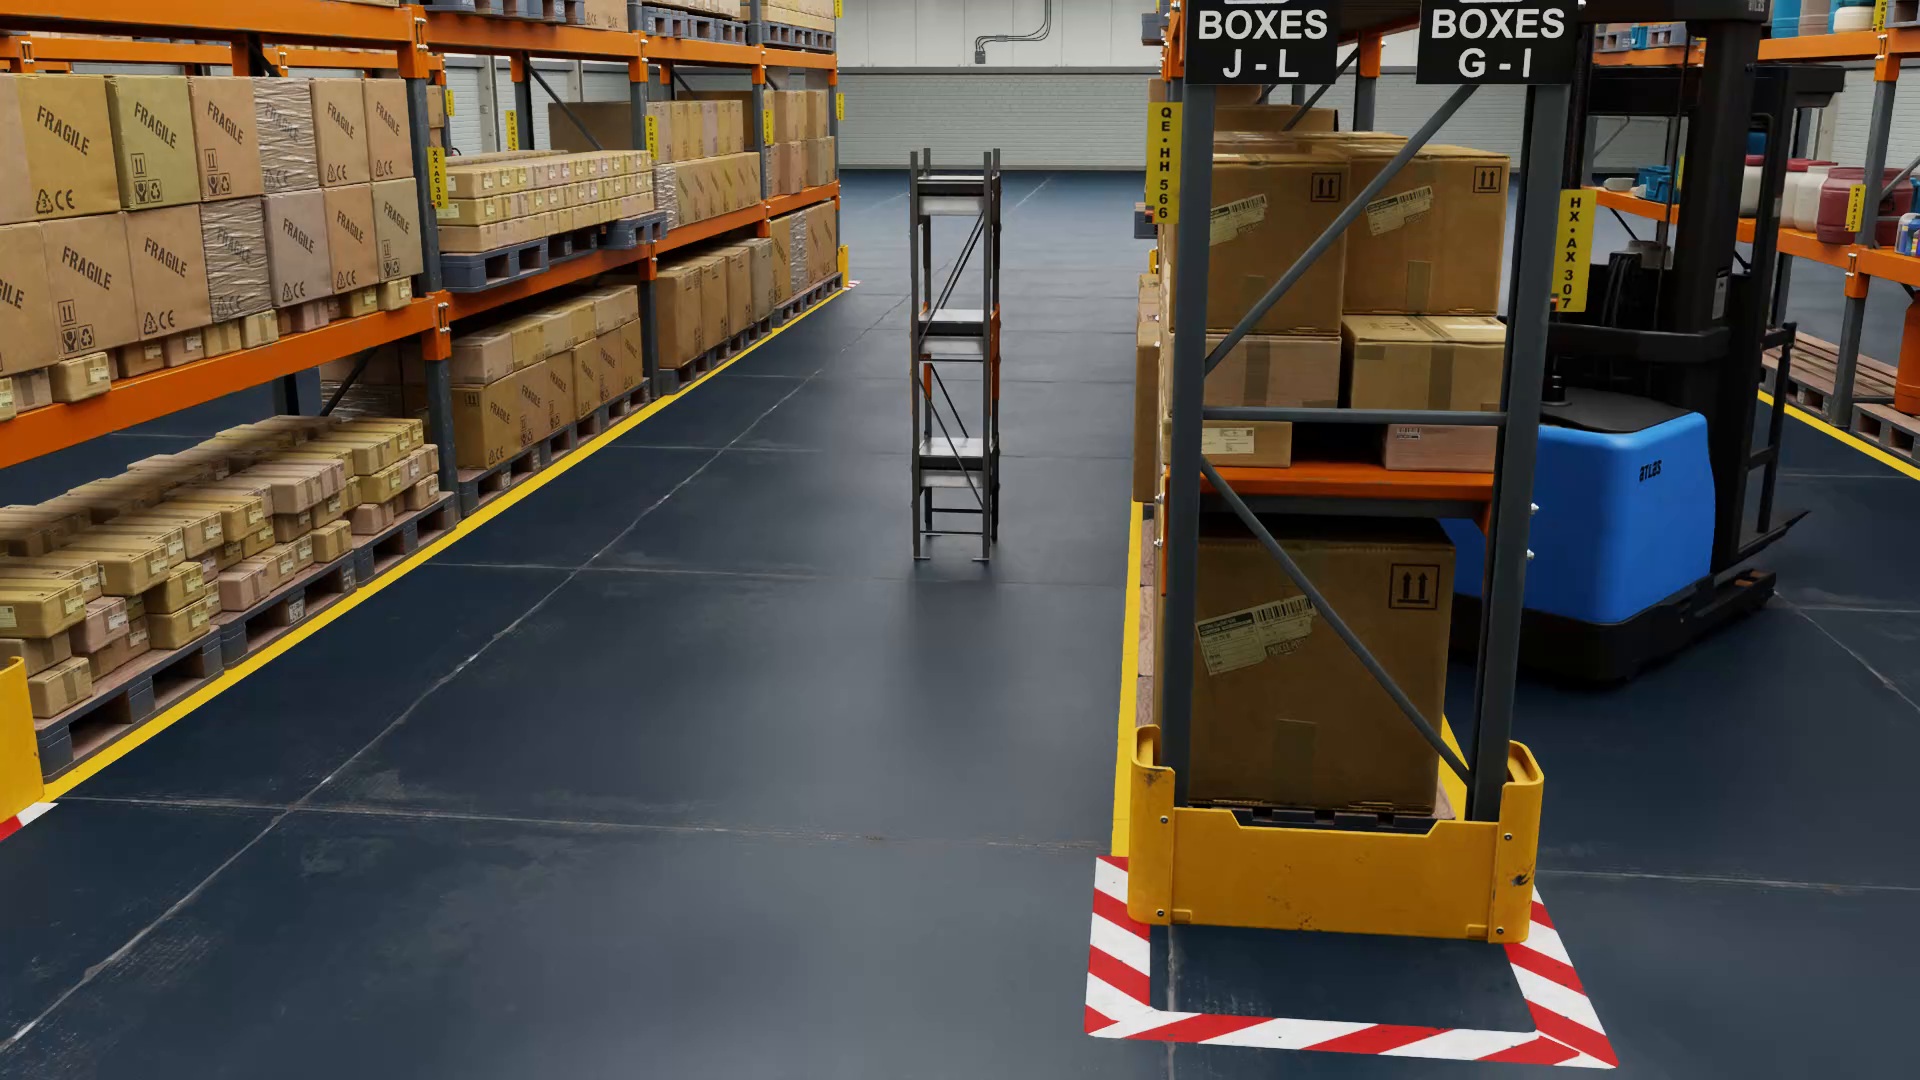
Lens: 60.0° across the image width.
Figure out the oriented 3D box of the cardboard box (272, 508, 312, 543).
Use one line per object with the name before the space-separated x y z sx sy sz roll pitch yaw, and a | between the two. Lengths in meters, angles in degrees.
cardboard box | -3.301 -0.092 7.843 0.380 0.149 0.250 1 15 4

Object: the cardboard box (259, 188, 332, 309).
cardboard box | -3.256 -1.346 7.630 0.500 0.500 0.500 2 15 6

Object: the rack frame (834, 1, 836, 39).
rack frame | -2.011 -7.559 19.879 1.000 3.000 0.127 2 15 6

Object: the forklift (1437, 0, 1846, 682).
forklift | 3.281 -1.142 7.770 1.130 2.935 3.031 14 20 41

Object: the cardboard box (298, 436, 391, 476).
cardboard box | -3.157 -0.433 8.533 0.380 0.149 0.250 2 15 6

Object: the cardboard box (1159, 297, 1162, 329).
cardboard box | 1.129 -1.054 7.795 0.380 0.149 0.250 2 15 8

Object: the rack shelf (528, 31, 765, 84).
rack shelf | -2.688 -4.208 14.609 1.077 0.370 4.000 2 15 6

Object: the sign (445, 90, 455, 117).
sign | -6.392 -5.473 20.832 0.100 0.325 0.005 2 15 6

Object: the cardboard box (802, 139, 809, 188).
cardboard box | -2.236 -4.353 19.228 0.875 0.550 0.550 2 15 6

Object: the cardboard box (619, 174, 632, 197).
cardboard box | -2.573 -2.534 11.895 0.380 0.149 0.250 2 15 8

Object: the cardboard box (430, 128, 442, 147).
cardboard box | -6.728 -4.826 20.502 0.500 0.500 0.500 1 15 5

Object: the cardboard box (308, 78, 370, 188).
cardboard box | -3.202 -1.962 7.993 0.500 0.500 0.500 1 15 4

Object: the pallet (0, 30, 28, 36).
pallet | -7.863 -3.896 12.441 1.213 0.211 1.003 2 15 9

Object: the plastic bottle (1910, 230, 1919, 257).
plastic bottle | 6.503 -2.017 11.256 0.097 0.201 0.097 0 15 0

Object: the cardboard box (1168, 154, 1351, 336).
cardboard box | 0.894 -0.909 5.057 0.500 0.500 0.500 2 15 7

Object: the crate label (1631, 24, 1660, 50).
crate label | 7.288 -5.246 17.354 0.502 0.251 0.408 2 15 6

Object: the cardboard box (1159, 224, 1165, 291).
cardboard box | 1.333 -1.556 8.980 0.500 0.500 0.500 2 15 6

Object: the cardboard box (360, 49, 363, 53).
cardboard box | -6.938 -5.547 18.663 0.380 0.149 0.250 2 15 7

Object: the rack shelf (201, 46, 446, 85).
rack shelf | -7.166 -5.365 18.888 1.077 0.370 4.000 2 15 6

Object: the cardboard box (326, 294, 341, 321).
cardboard box | -3.272 -1.146 8.137 0.380 0.149 0.250 1 15 5

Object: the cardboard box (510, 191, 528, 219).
cardboard box | -2.808 -1.999 9.915 0.380 0.149 0.250 2 15 8

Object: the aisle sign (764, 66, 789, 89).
aisle sign | -2.301 -5.946 20.423 0.394 0.787 0.004 2 15 6

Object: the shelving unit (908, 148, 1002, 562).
shelving unit | -0.019 -0.971 8.729 0.431 2.100 0.503 2 15 6

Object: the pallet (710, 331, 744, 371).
pallet | -2.610 -1.760 15.267 1.003 0.211 1.213 2 15 6

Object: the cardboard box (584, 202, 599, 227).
cardboard box | -2.663 -2.196 11.214 0.380 0.149 0.250 2 15 8

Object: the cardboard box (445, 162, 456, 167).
cardboard box | -3.393 -2.298 10.451 0.380 0.149 0.250 1 15 4

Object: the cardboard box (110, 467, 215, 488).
cardboard box | -3.745 -0.240 7.820 0.380 0.149 0.250 1 15 4

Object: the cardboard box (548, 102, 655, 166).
cardboard box | -2.853 -3.236 13.275 0.700 0.500 0.500 2 15 6

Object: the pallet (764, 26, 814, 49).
pallet | -2.219 -5.559 18.396 1.003 0.211 1.213 2 15 6

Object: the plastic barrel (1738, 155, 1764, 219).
plastic barrel | 7.050 -3.132 14.737 0.433 0.535 0.433 0 15 0

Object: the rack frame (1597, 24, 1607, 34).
rack frame | 7.827 -7.241 18.702 1.000 3.000 0.127 2 15 6

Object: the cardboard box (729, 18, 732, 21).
cardboard box | -2.625 -5.571 17.757 0.380 0.149 0.250 2 15 7

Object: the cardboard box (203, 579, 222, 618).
cardboard box | -3.398 0.266 7.087 0.380 0.149 0.250 2 15 6

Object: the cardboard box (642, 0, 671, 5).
cardboard box | -2.613 -4.426 13.211 0.500 0.311 0.500 2 15 6

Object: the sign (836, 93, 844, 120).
sign | -1.473 -5.317 20.407 0.100 0.325 0.005 2 15 6

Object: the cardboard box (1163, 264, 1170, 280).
cardboard box | 1.061 -0.945 6.627 0.500 0.250 0.500 2 15 6

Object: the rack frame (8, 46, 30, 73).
rack frame | -7.844 -2.708 13.431 1.000 3.000 0.127 2 15 6

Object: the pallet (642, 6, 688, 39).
pallet | -2.894 -4.114 13.245 1.213 0.211 1.003 2 15 9

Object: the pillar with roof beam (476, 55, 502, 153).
pillar with roof beam | -6.539 -12.212 37.085 9.100 9.000 0.400 2 15 6

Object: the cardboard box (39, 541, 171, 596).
cardboard box | -3.352 0.110 6.526 0.380 0.149 0.250 2 15 6

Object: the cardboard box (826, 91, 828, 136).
cardboard box | -2.091 -5.162 20.150 0.875 0.550 0.550 2 15 6

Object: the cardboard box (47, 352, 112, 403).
cardboard box | -3.383 -0.602 6.124 0.380 0.149 0.250 1 15 5

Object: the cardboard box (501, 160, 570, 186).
cardboard box | -2.719 -2.344 10.620 0.380 0.149 0.250 2 15 8

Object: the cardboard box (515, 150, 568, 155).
cardboard box | -3.159 -2.842 12.463 0.380 0.149 0.250 2 15 6

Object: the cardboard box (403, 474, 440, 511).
cardboard box | -3.071 -0.266 9.056 0.380 0.149 0.250 2 15 7

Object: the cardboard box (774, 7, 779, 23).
cardboard box | -2.056 -5.355 16.959 0.380 0.149 0.250 2 15 6

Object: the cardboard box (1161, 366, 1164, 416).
cardboard box | 0.900 -0.520 5.819 0.380 0.149 0.250 2 15 7

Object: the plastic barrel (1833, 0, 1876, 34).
plastic barrel | 6.836 -3.988 12.684 0.301 0.262 0.301 0 15 0

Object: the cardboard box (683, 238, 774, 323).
cardboard box | -2.443 -2.579 16.459 1.050 0.750 0.750 2 15 6

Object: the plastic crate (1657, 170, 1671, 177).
plastic crate | 7.989 -3.967 18.370 0.499 0.251 0.408 2 15 6

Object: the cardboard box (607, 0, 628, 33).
cardboard box | -2.726 -3.929 12.009 0.500 0.500 0.500 2 15 6

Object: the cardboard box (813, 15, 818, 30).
cardboard box | -1.827 -5.881 18.903 0.380 0.149 0.250 1 15 5

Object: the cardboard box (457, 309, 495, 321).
cardboard box | -3.415 -1.380 11.068 0.500 0.250 0.500 1 15 4

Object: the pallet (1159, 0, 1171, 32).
pallet | 1.983 -3.605 11.361 1.213 0.211 1.003 2 15 9

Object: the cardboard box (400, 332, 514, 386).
cardboard box | -3.019 -1.093 10.005 0.500 0.250 0.500 1 15 4

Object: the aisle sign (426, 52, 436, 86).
aisle sign | -6.646 -6.045 20.793 0.394 0.787 0.004 2 15 6
